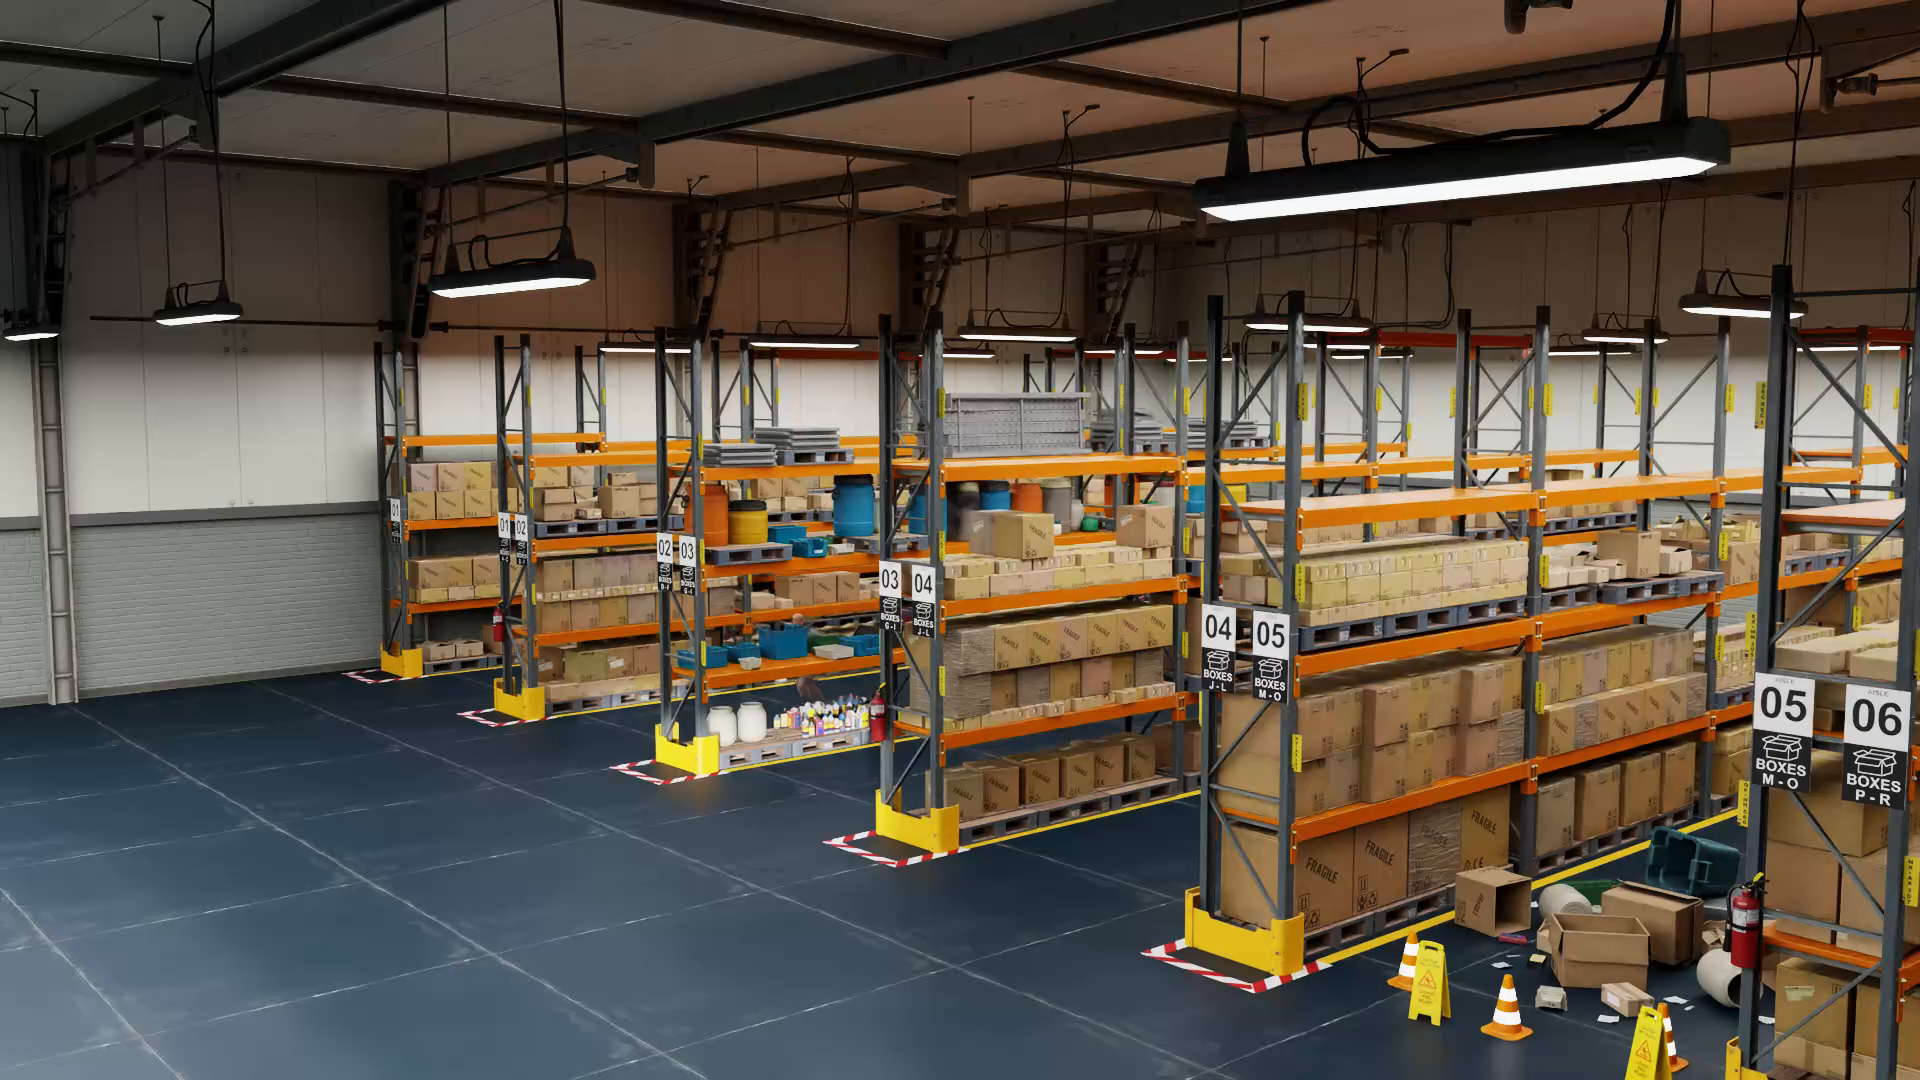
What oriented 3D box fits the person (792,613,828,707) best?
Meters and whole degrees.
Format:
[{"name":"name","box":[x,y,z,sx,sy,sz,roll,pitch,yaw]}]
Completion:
[{"name":"person","box":[-2.405,1.962,26.016,0.579,1.669,0.939,5,7,43]}]

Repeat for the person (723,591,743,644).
[{"name":"person","box":[-4.292,1.501,31.656,0.625,1.564,0.763,2,6,22]}]
